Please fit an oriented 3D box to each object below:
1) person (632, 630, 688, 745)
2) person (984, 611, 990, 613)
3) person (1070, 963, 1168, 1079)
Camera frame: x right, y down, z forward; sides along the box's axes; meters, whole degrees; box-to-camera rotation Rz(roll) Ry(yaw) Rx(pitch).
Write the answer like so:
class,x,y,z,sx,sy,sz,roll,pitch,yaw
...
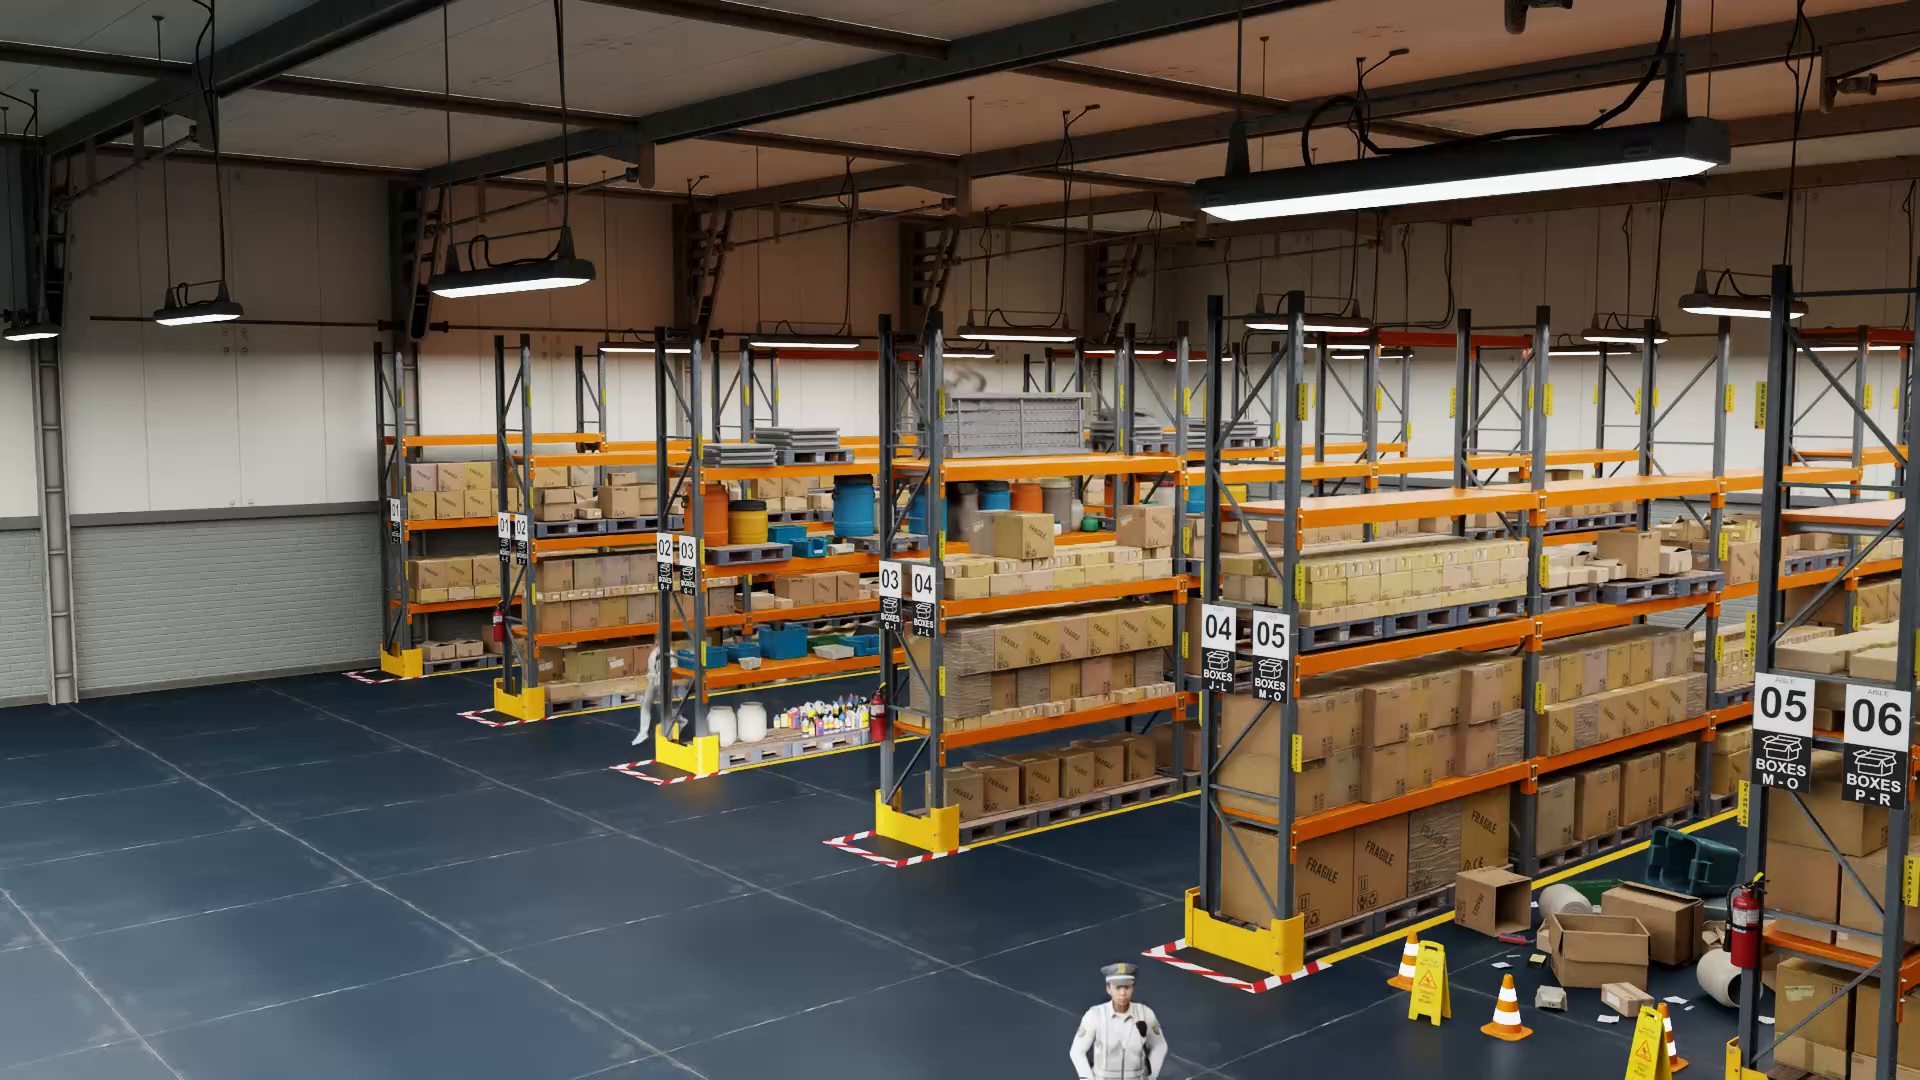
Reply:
class,x,y,z,sx,sy,sz,roll,pitch,yaw
person,-4.341,2.130,24.301,0.885,1.695,0.643,-5,7,-42
person,0.701,1.642,29.130,0.774,1.825,0.675,-4,6,-35
person,0.995,3.407,10.311,0.615,1.658,0.630,0,5,-4
